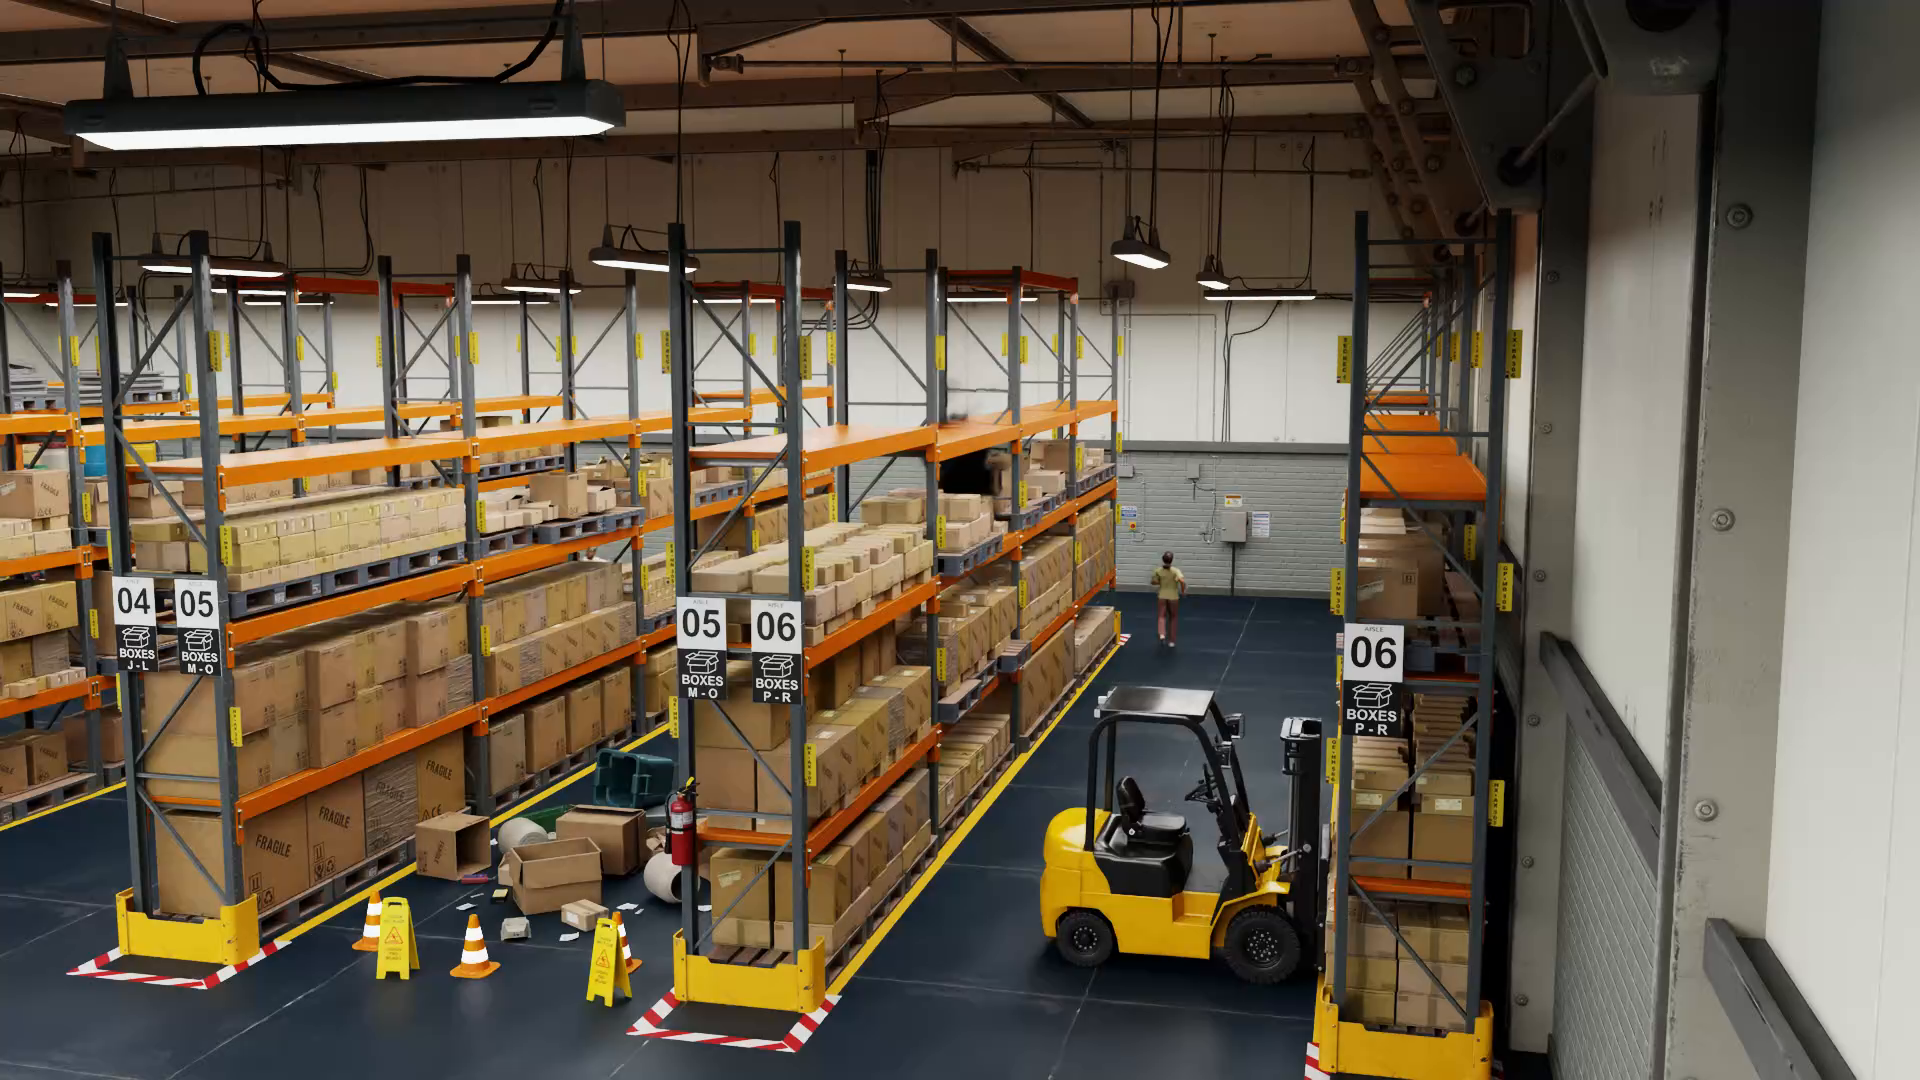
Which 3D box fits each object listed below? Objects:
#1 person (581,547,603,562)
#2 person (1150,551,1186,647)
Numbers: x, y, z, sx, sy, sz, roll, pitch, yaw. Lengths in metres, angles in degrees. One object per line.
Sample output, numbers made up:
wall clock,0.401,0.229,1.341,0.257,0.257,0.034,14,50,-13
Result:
person,-6.270,0.879,28.392,0.625,1.667,0.845,2,7,13
person,3.456,0.985,27.531,0.607,1.641,0.895,2,7,15
